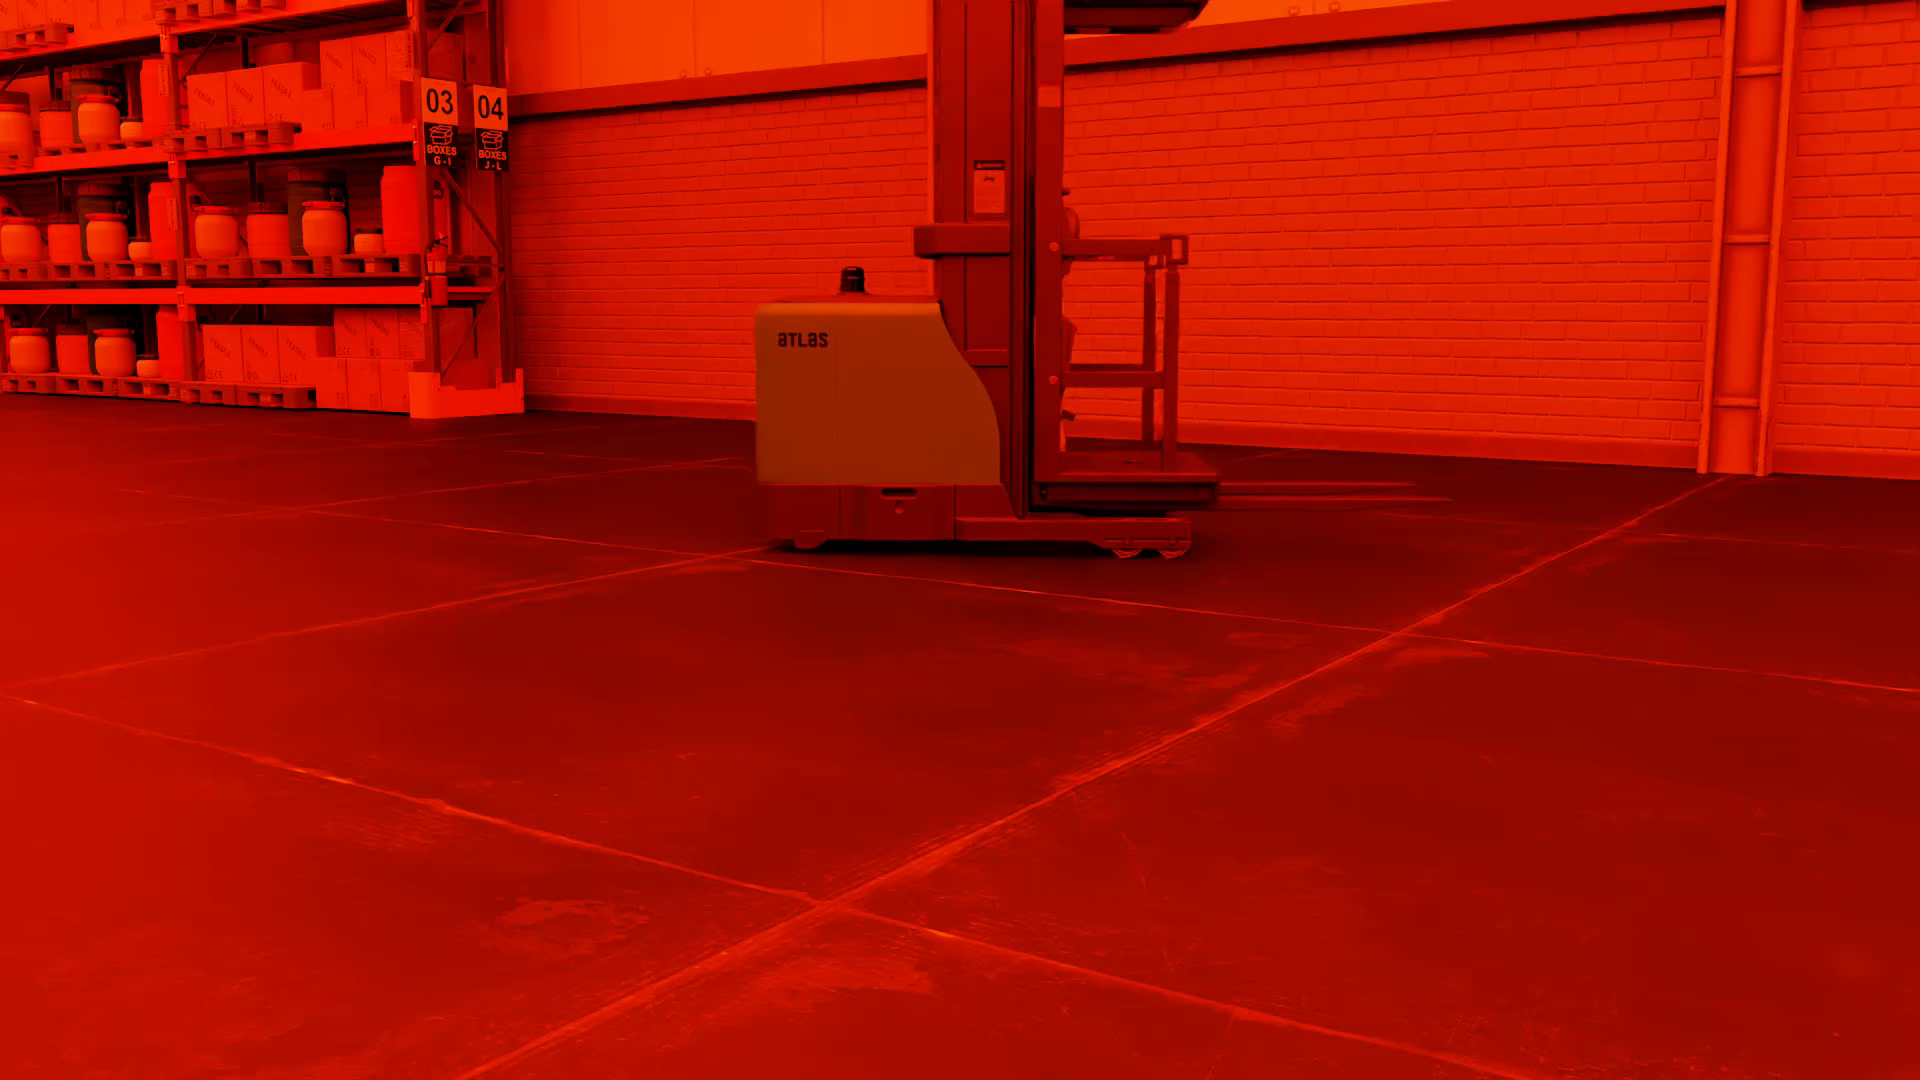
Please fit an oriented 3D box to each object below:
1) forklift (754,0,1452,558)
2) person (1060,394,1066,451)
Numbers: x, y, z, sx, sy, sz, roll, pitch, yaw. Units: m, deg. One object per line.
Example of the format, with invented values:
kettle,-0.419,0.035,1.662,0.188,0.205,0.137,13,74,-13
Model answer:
forklift,0.633,-1.452,7.406,3.031,2.935,1.130,0,8,1
person,0.559,-1.260,10.496,0.531,1.669,0.595,0,8,-1
